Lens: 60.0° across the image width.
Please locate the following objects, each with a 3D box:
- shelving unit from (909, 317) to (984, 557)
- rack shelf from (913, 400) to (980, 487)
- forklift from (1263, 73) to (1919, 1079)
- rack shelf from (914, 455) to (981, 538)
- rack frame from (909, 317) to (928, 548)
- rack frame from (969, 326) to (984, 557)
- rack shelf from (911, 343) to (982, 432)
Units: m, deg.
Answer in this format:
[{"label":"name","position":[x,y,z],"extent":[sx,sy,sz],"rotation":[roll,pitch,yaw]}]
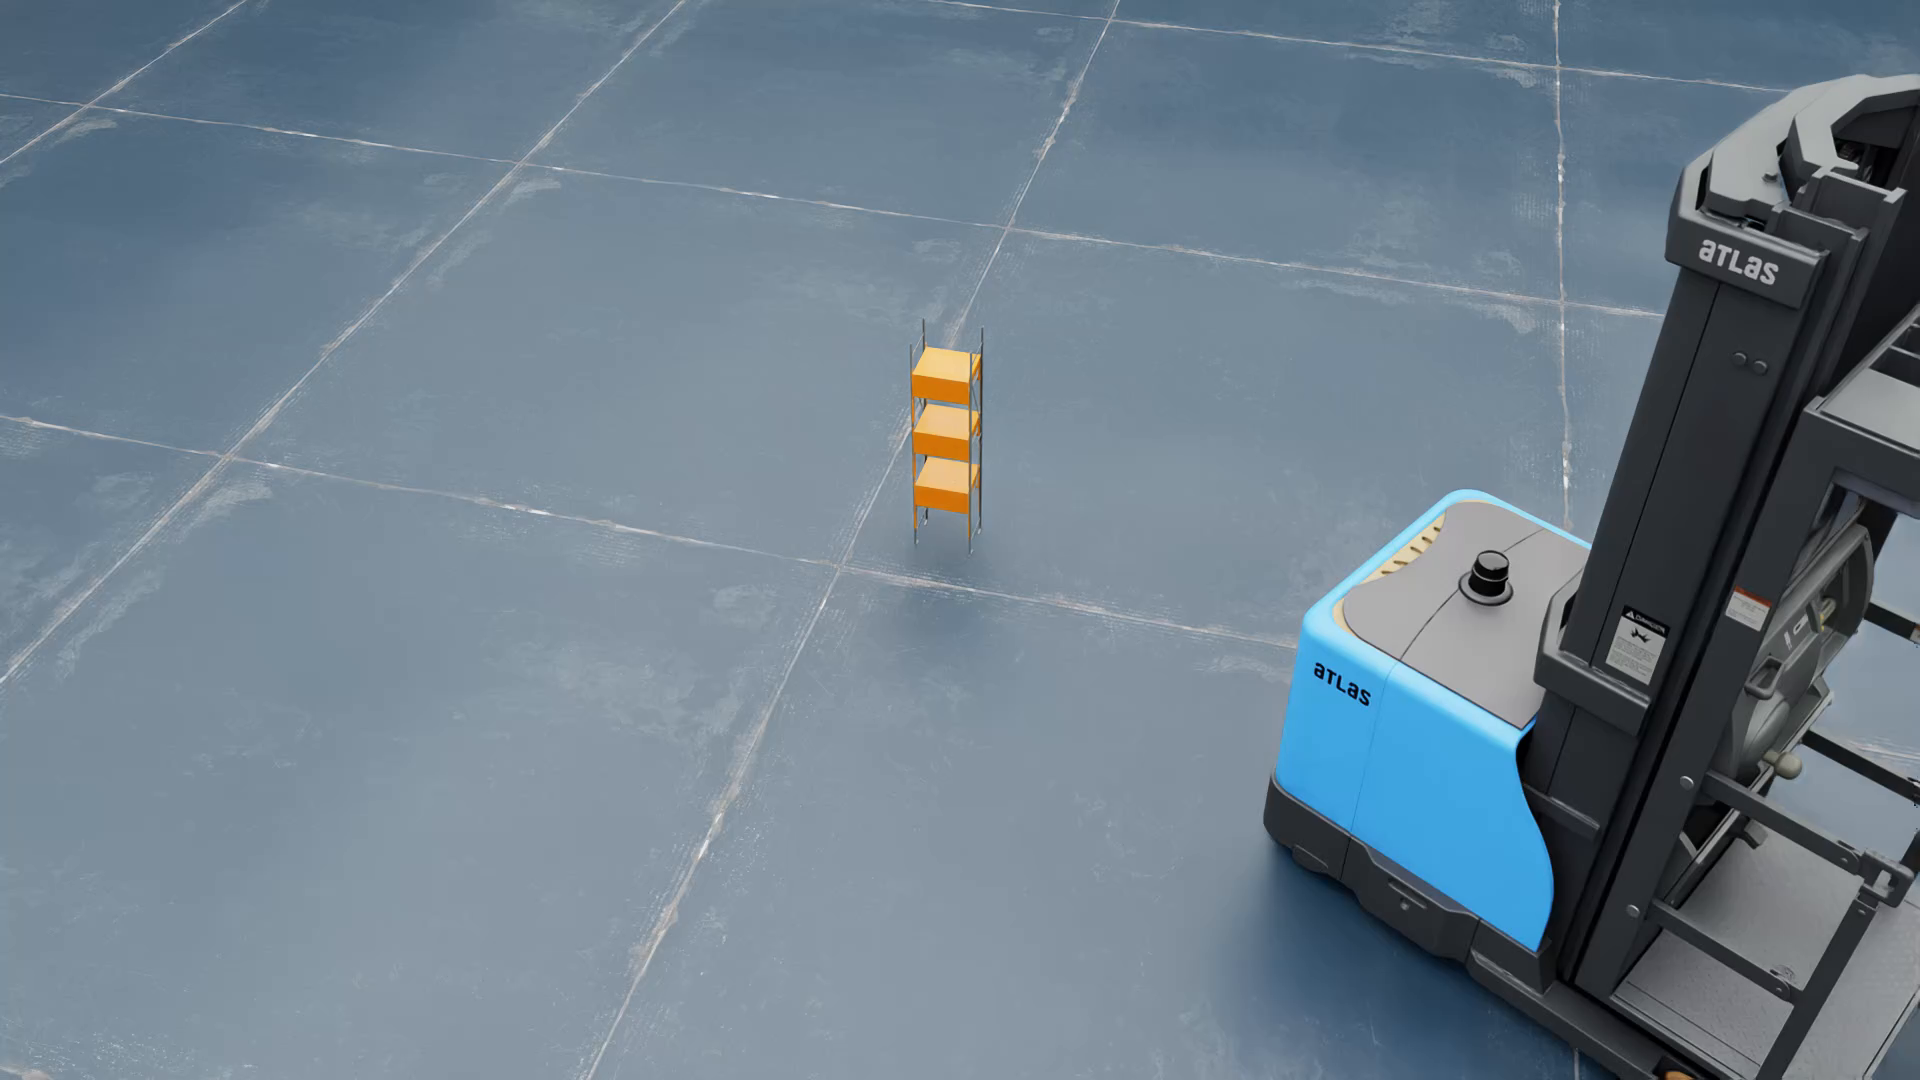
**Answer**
[{"label":"shelving unit","position":[-0.052,-0.411,6.923],"extent":[0.252,1.050,0.215],"rotation":[10,41,11]},{"label":"rack shelf","position":[-0.052,-0.403,6.930],"extent":[0.240,0.259,0.215],"rotation":[10,41,11]},{"label":"forklift","position":[2.489,0.380,4.518],"extent":[3.031,2.935,1.130],"rotation":[32,50,32]},{"label":"rack shelf","position":[-0.052,-0.190,7.109],"extent":[0.240,0.259,0.215],"rotation":[10,41,11]},{"label":"rack frame","position":[-0.170,-0.431,6.947],"extent":[0.008,1.050,0.200],"rotation":[10,41,11]},{"label":"rack frame","position":[0.066,-0.391,6.899],"extent":[0.008,1.050,0.200],"rotation":[10,41,11]},{"label":"rack shelf","position":[-0.052,-0.620,6.747],"extent":[0.240,0.259,0.215],"rotation":[10,41,11]}]
